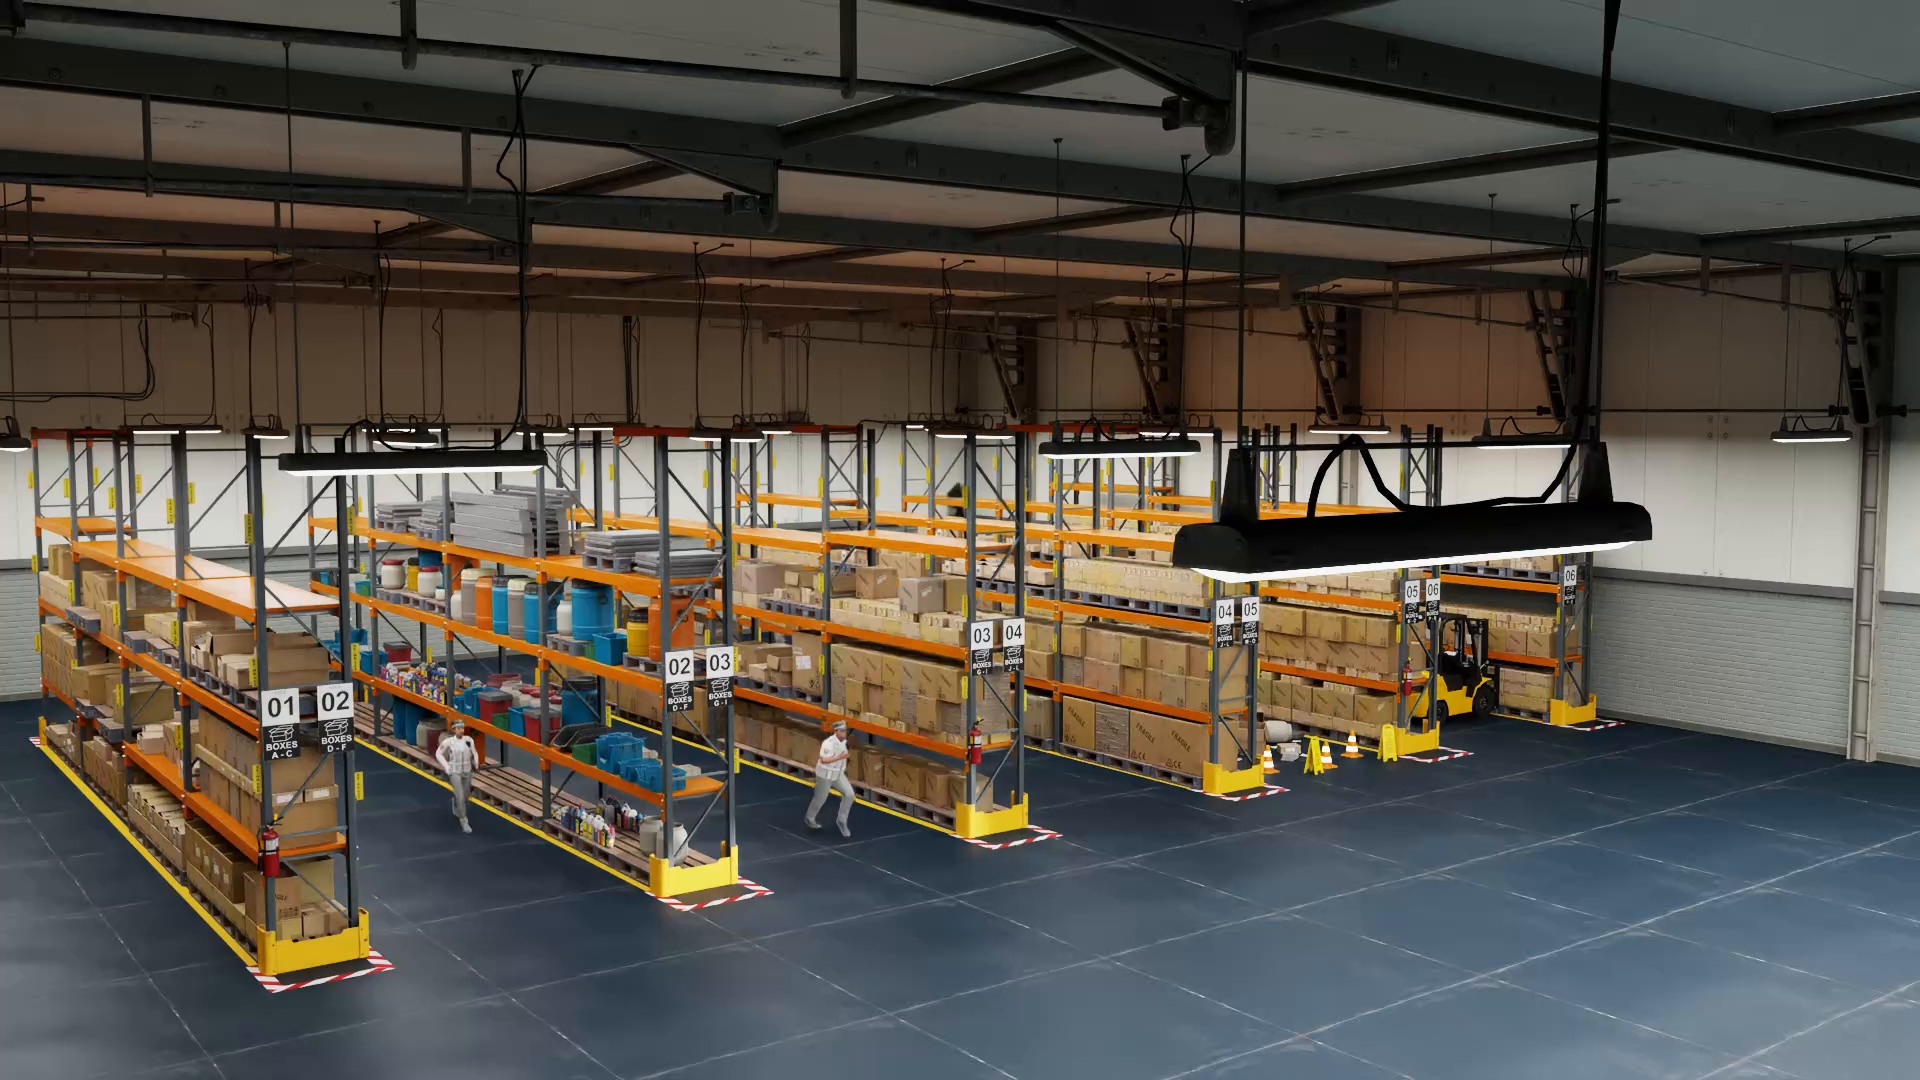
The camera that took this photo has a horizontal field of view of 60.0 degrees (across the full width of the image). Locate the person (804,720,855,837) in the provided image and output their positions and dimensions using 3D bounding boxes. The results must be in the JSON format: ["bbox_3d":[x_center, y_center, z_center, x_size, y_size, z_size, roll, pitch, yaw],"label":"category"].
[{"bbox_3d":[-1.945,3.532,24.751,0.961,1.784,0.647,4,6,41],"label":"person"}]

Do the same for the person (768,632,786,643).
[{"bbox_3d":[-4.645,2.164,42.871,0.657,1.628,0.531,4,6,43],"label":"person"}]

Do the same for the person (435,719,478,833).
[{"bbox_3d":[-7.588,3.531,25.170,0.618,1.694,0.827,-3,6,-37],"label":"person"}]
